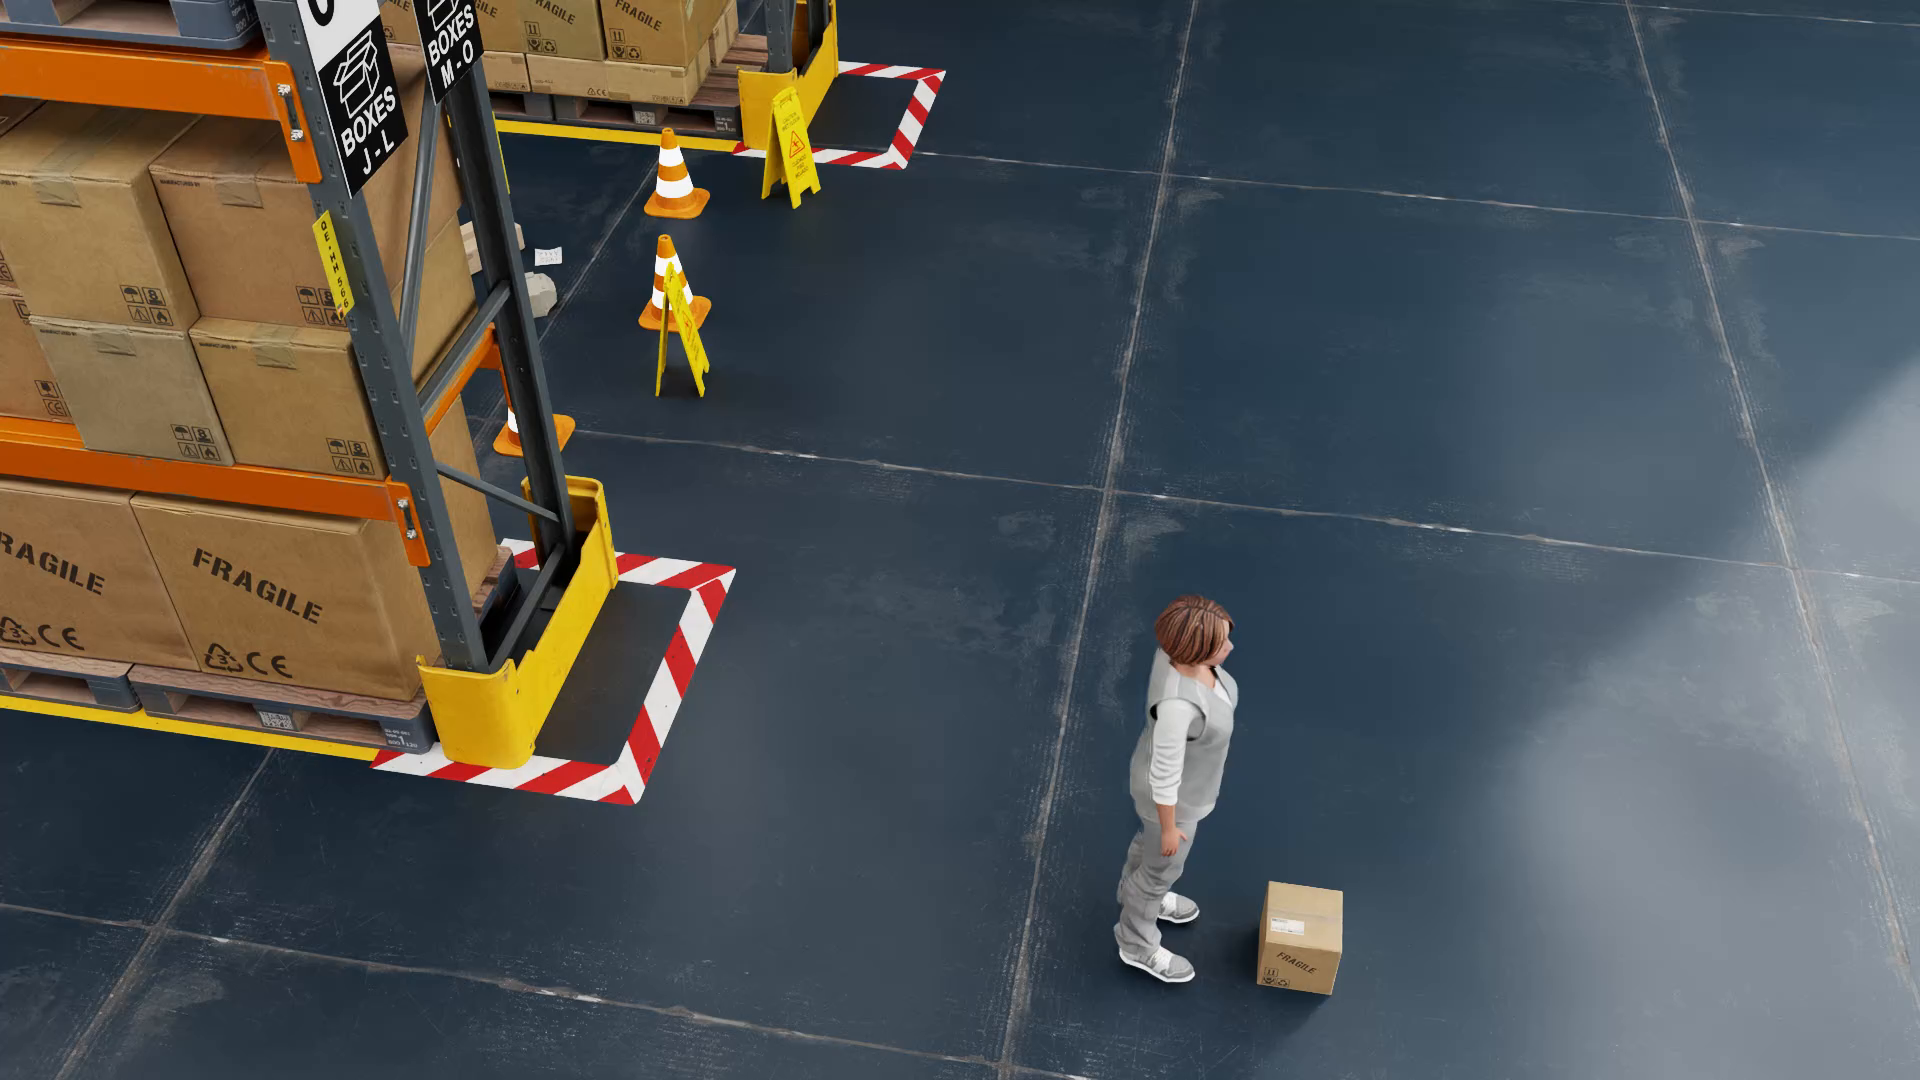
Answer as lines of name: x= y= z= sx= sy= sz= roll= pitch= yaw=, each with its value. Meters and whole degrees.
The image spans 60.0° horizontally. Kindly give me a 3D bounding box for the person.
person: x=0.678 y=0.781 z=5.240 sx=0.306 sy=1.608 sz=0.421 roll=7 pitch=42 yaw=8
